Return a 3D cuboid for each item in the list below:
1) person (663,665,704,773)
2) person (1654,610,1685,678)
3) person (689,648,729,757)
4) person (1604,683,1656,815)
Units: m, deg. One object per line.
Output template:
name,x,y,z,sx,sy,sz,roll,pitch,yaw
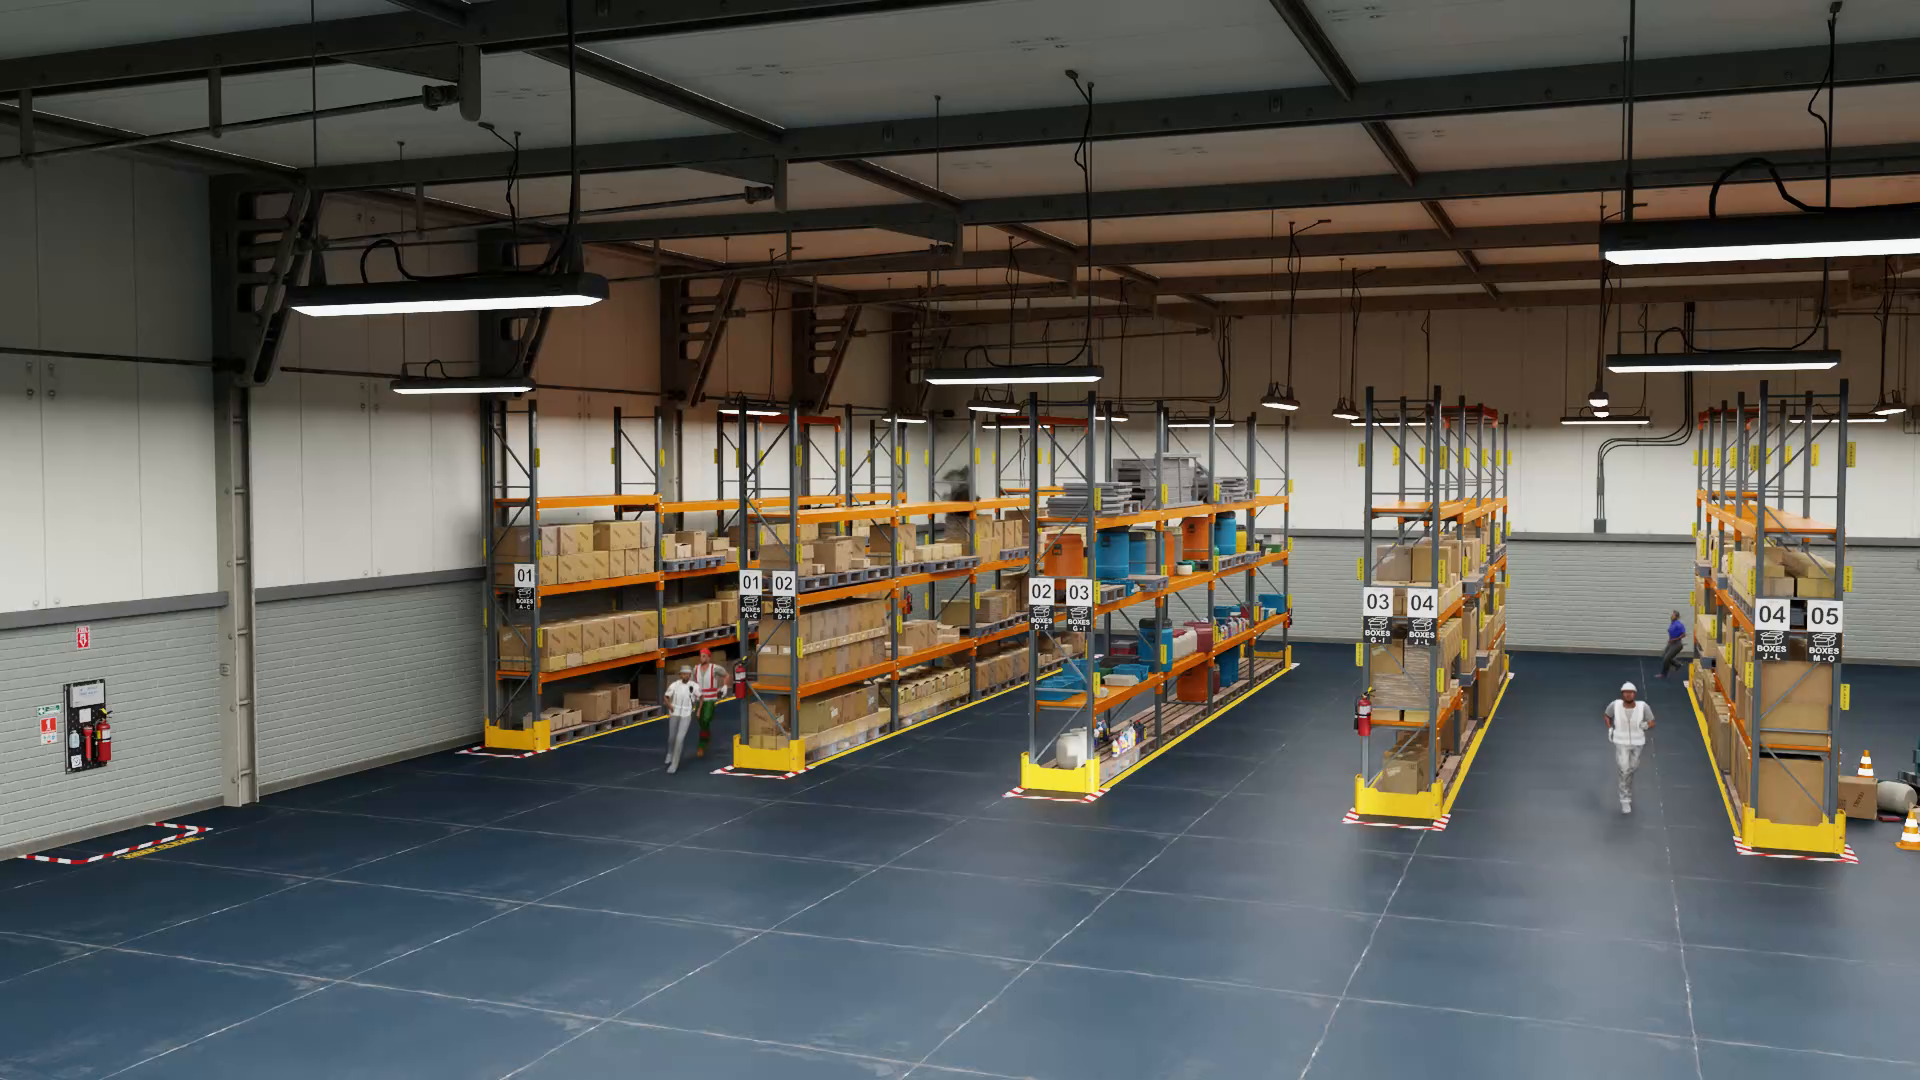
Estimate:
person,-4.474,2.840,26.738,0.660,1.670,0.924,0,3,0
person,16.132,2.369,37.591,0.670,1.557,0.790,0,3,0
person,-4.315,2.710,28.096,0.675,1.755,1.049,1,3,13
person,9.565,2.938,23.728,0.655,1.827,0.877,1,3,12
